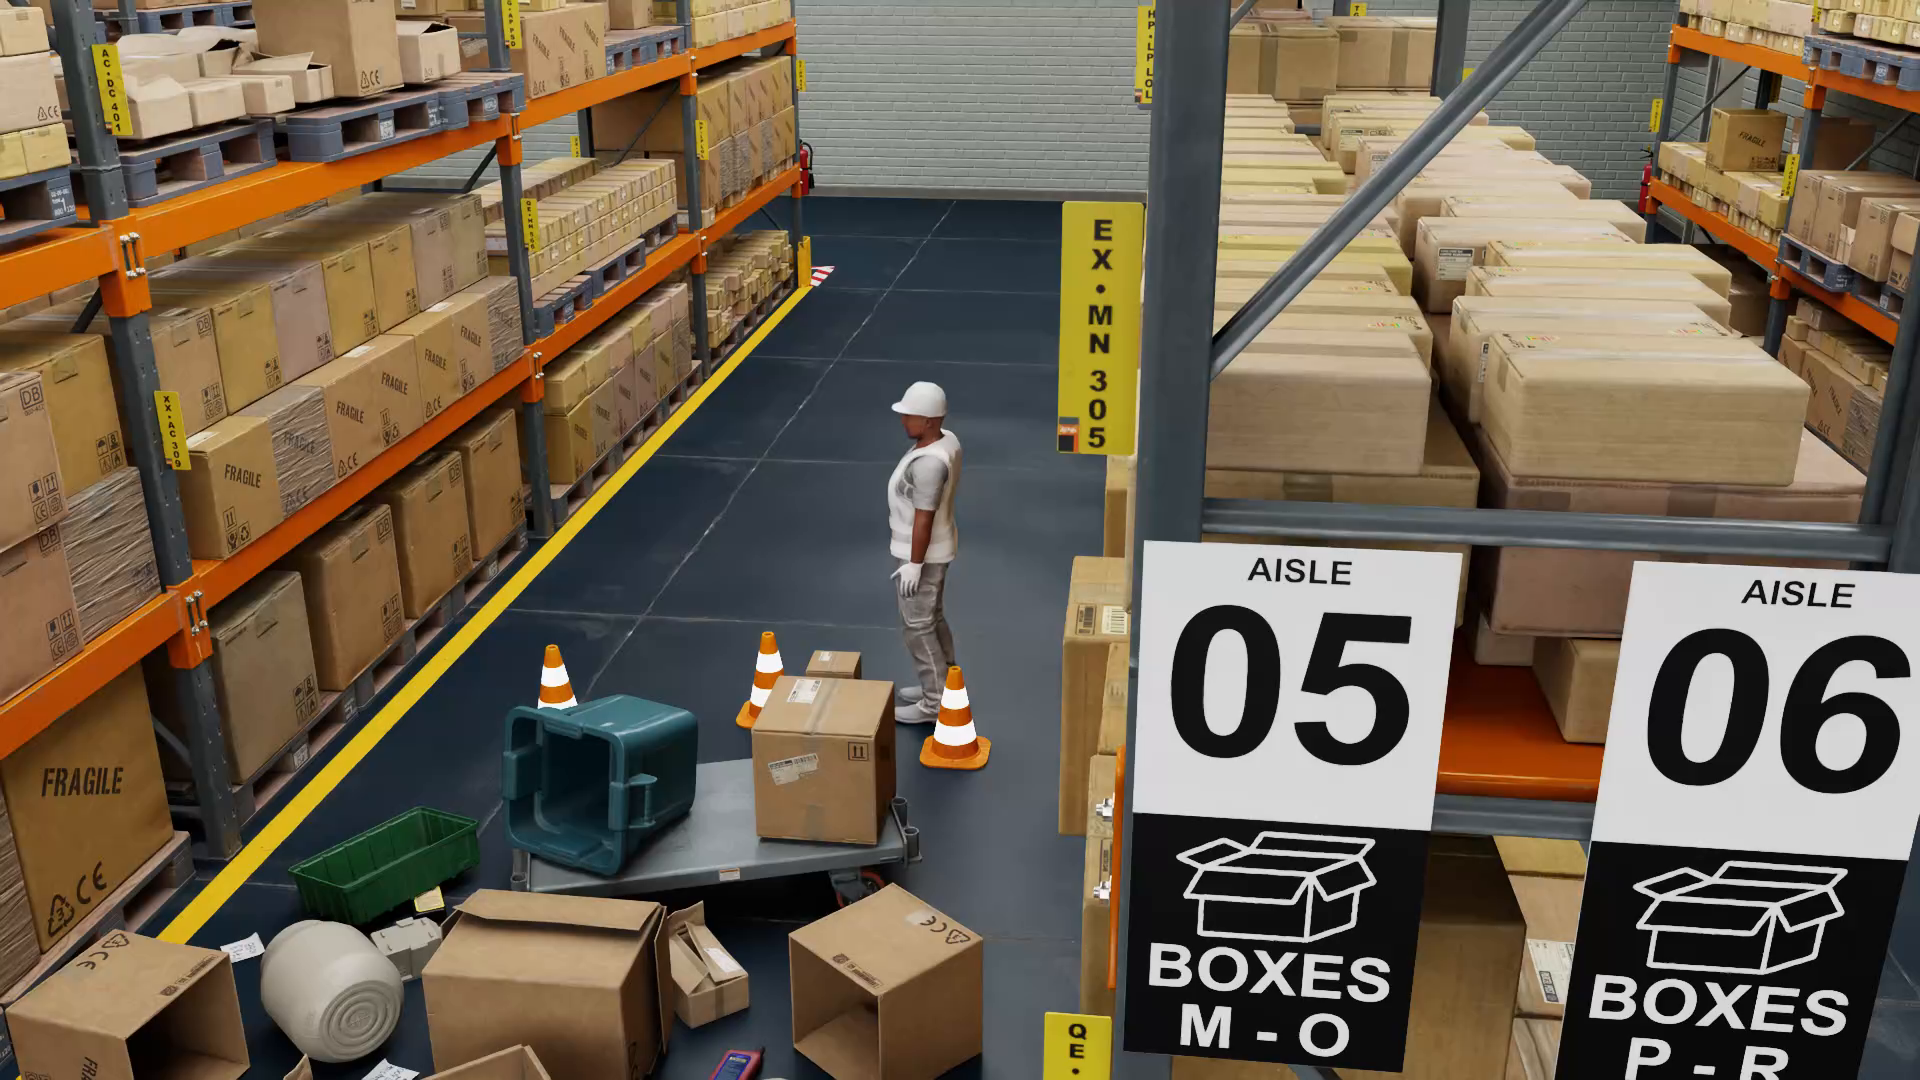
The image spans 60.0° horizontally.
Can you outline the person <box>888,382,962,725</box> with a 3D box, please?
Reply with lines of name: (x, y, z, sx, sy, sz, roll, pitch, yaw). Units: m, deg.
person: (-0.177, 0.069, 8.388, 0.352, 1.786, 0.547, 2, 21, 6)
